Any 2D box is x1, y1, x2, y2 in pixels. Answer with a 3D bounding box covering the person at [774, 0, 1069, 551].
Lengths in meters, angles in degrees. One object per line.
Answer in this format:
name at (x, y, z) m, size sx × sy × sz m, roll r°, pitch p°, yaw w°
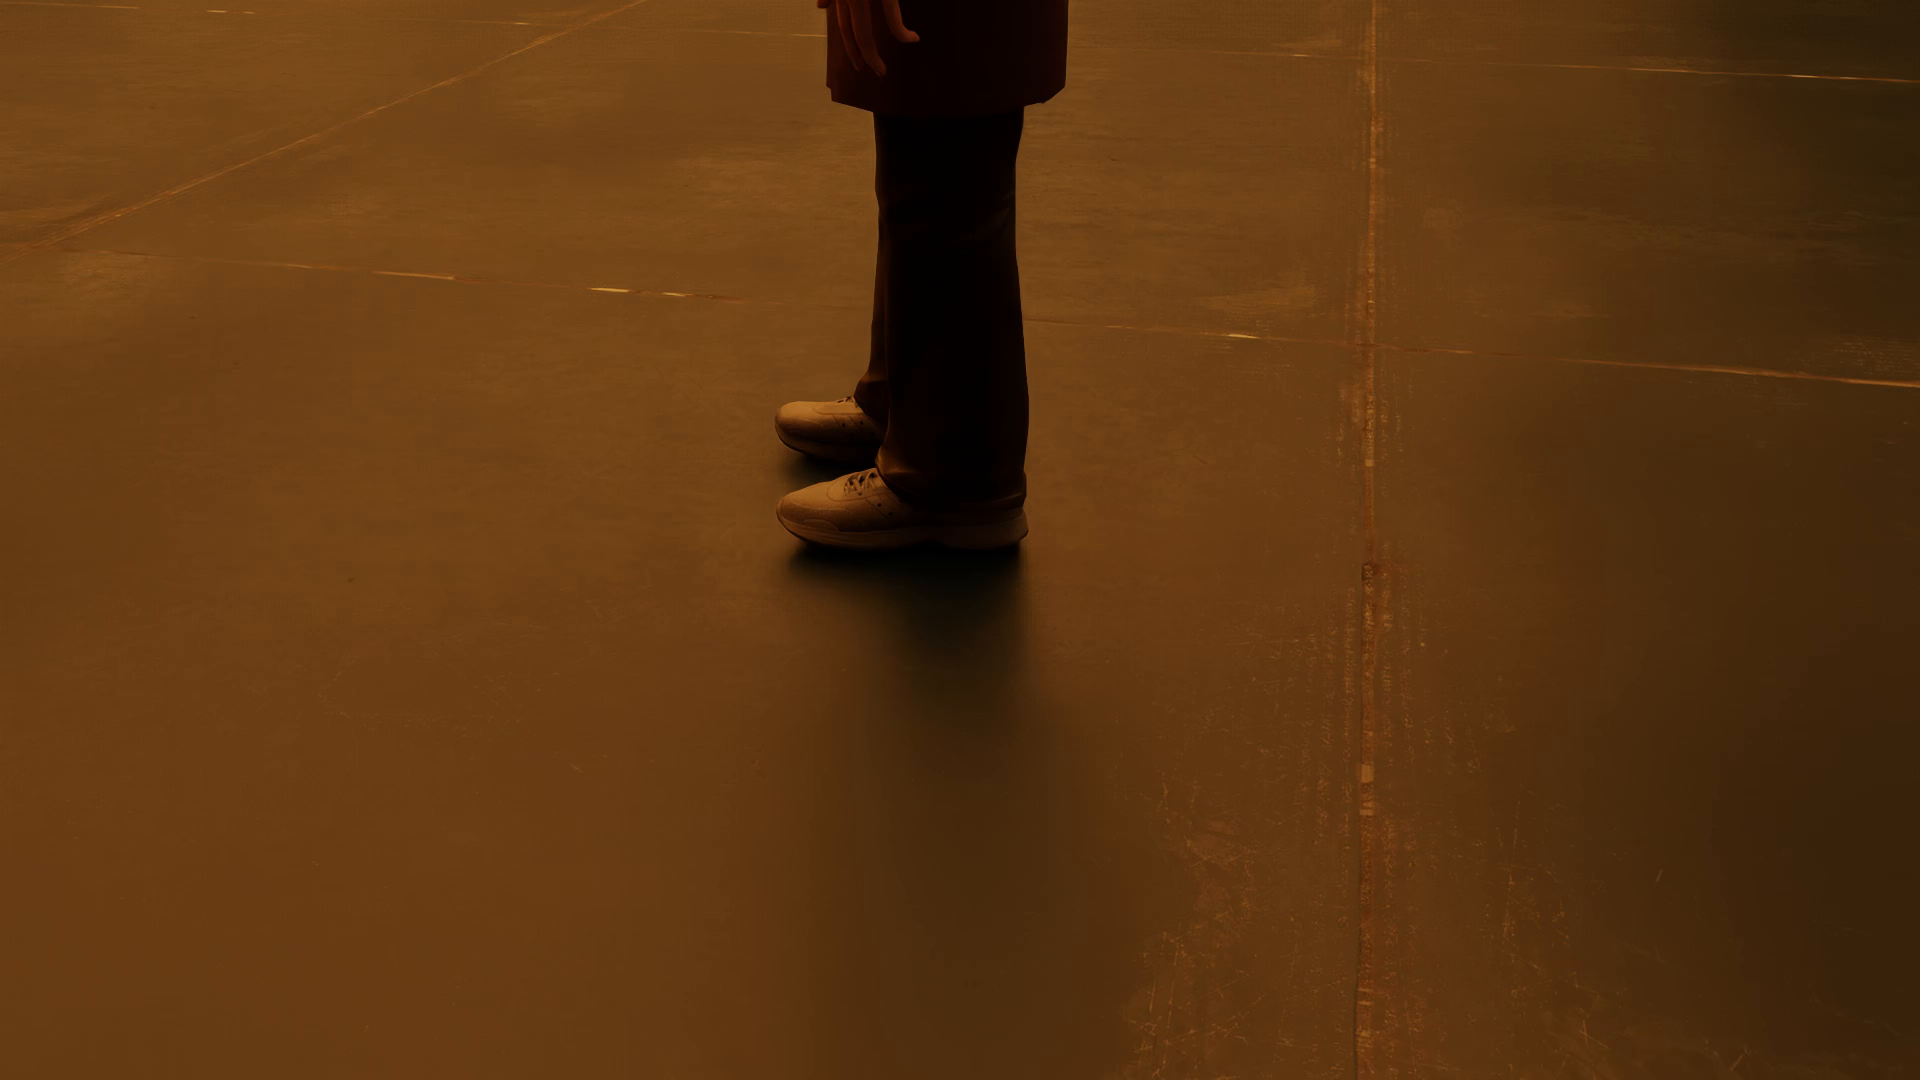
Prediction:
person at (-0.087, -0.811, 2.118) m, size 0.582 × 1.776 × 0.696 m, roll 6°, pitch 27°, yaw 11°
